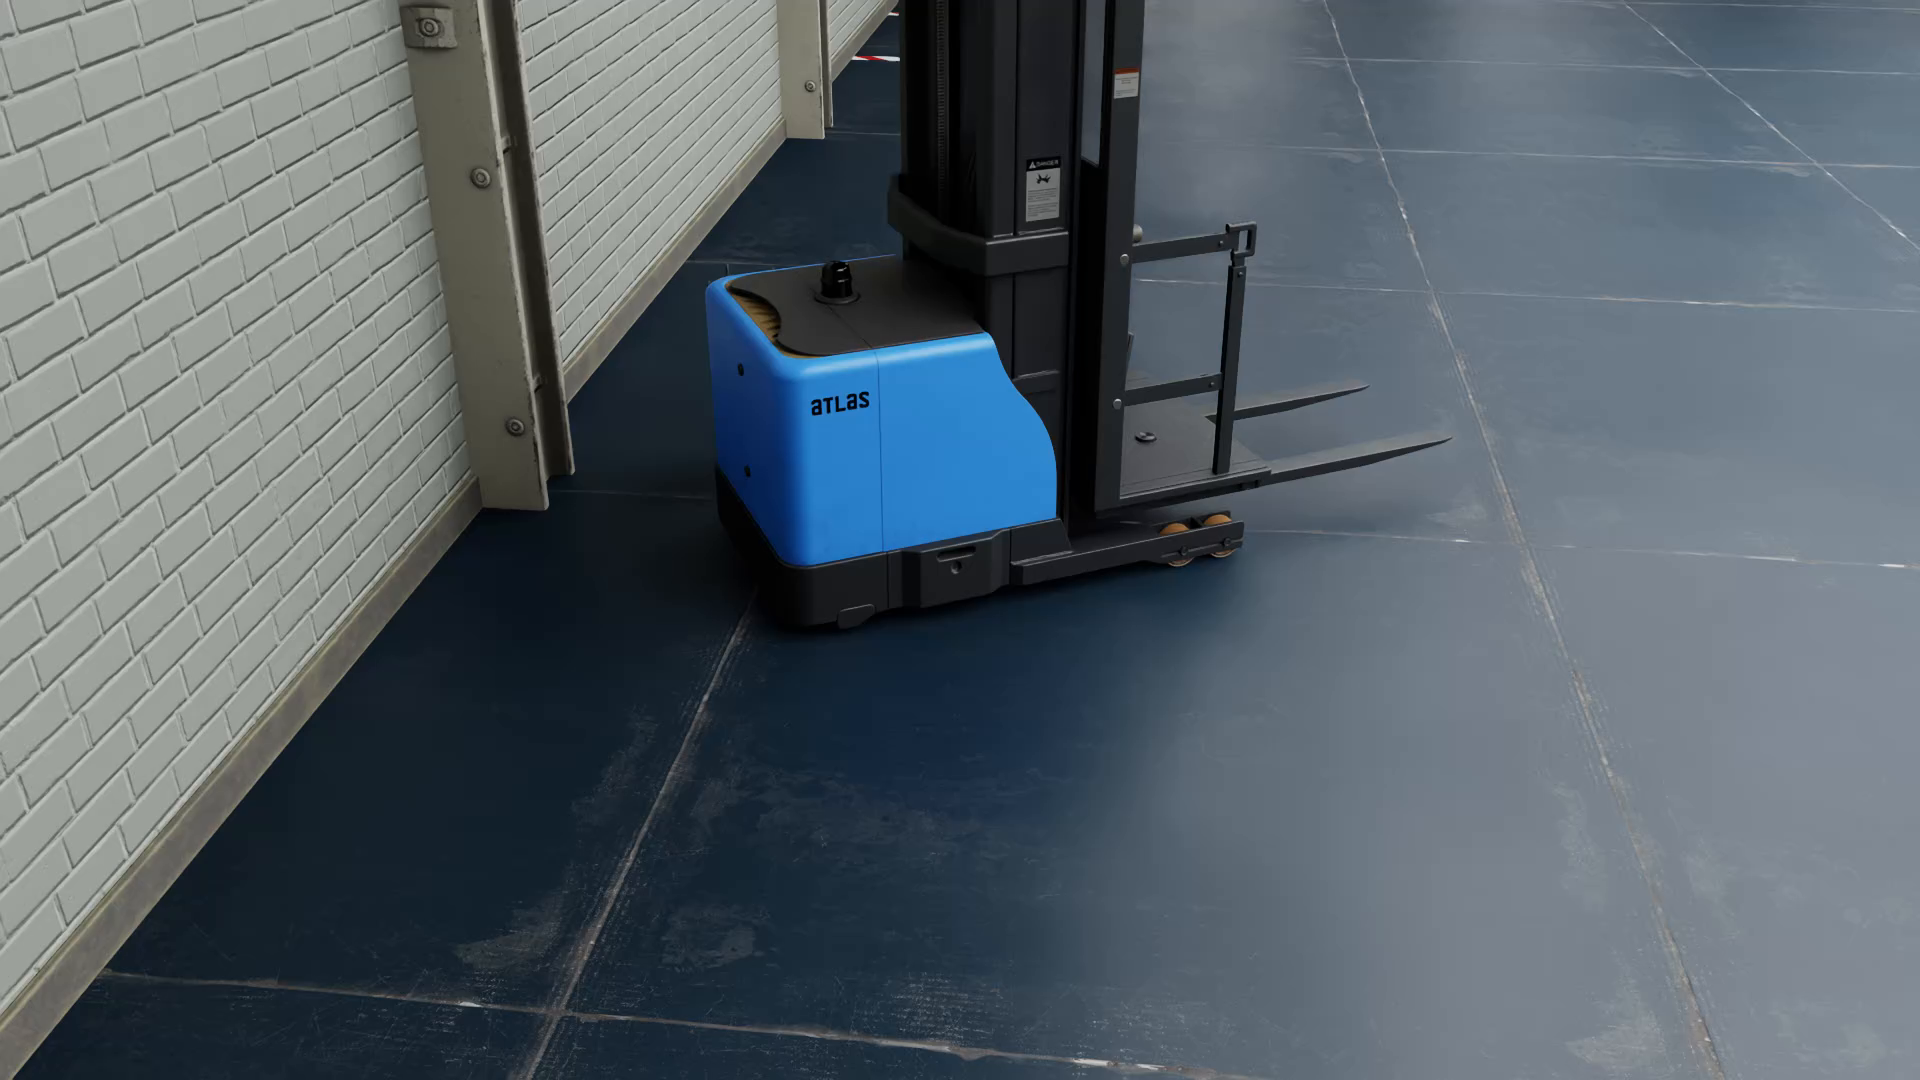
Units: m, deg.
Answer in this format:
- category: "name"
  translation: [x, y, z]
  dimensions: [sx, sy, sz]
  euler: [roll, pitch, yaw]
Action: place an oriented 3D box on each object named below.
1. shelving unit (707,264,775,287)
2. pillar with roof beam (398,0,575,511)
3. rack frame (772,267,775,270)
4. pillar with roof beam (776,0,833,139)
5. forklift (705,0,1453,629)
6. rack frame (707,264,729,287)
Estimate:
- category: "shelving unit"
  translation: [-0.908, -0.704, 7.107]
  dimensions: [0.210, 0.900, 0.258]
  euler: [6, 29, 12]
- category: "pillar with roof beam"
  translation: [2.402, -3.936, 4.569]
  dimensions: [9.100, 9.000, 0.400]
  euler: [3, 28, 6]
- category: "rack frame"
  translation: [-0.809, -0.693, 7.087]
  dimensions: [0.006, 0.900, 0.240]
  euler: [6, 29, 12]
- category: "pillar with roof beam"
  translation: [3.137, -6.761, 9.811]
  dimensions: [9.100, 9.000, 0.400]
  euler: [3, 28, 6]
- category: "forklift"
  translation: [0.582, -1.405, 6.268]
  dimensions: [3.031, 2.935, 1.130]
  euler: [-11, 30, -20]
- category: "rack frame"
  translation: [-1.007, -0.715, 7.127]
  dimensions: [0.006, 0.900, 0.240]
  euler: [6, 29, 12]
